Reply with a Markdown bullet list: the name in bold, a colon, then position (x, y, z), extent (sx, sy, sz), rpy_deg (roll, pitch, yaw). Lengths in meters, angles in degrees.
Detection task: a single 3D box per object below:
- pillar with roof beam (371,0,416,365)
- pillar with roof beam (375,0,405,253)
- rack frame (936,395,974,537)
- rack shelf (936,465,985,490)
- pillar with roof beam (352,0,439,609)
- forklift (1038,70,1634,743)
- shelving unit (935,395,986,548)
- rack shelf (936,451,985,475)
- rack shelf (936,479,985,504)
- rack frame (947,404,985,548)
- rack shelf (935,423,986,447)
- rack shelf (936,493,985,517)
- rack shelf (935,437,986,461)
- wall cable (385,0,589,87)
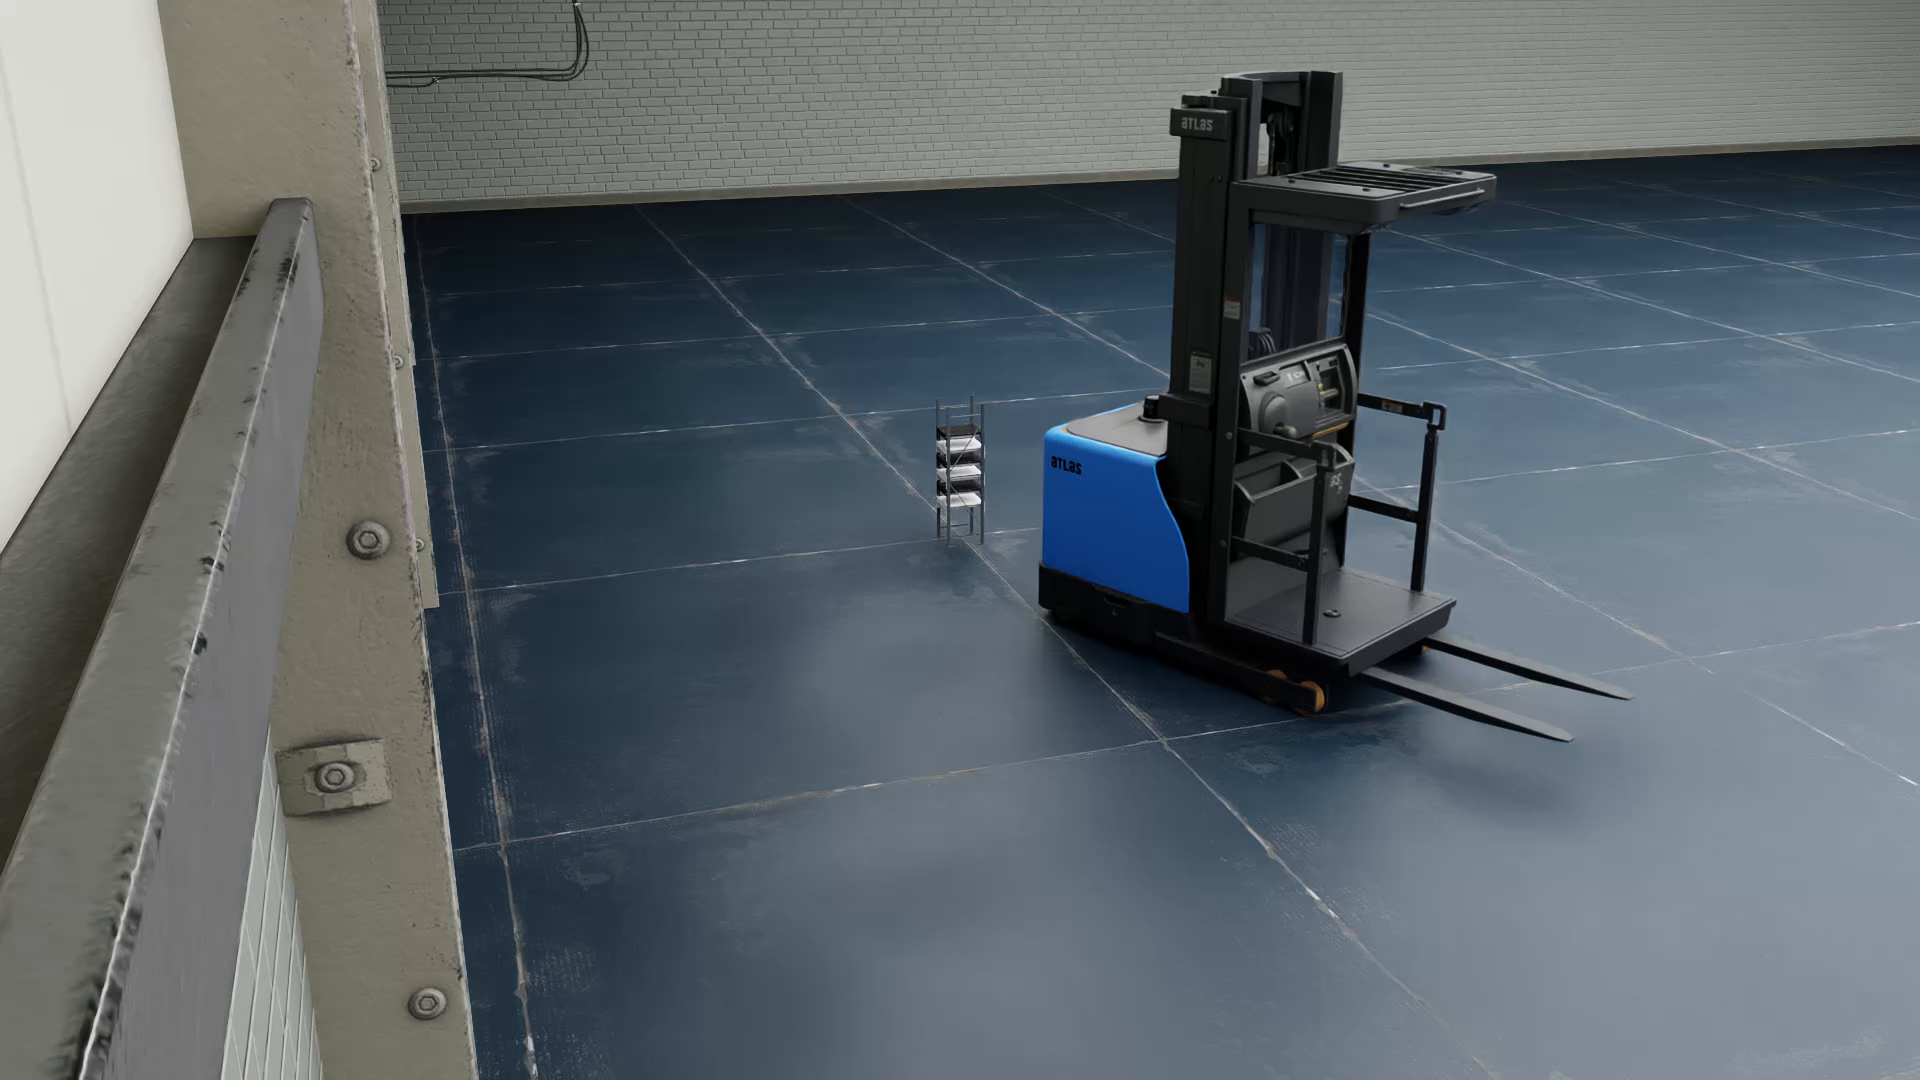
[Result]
- **pillar with roof beam**: position (-0.942, -6.288, 14.612), extent (9.100, 9.000, 0.400), rpy_deg (-6, 21, -17)
- **pillar with roof beam**: position (-2.828, -8.214, 19.972), extent (9.100, 9.000, 0.400), rpy_deg (-6, 21, -17)
- **rack frame**: position (-0.029, -0.454, 10.348), extent (0.240, 0.900, 0.006), rpy_deg (-6, 21, -17)
- **rack shelf**: position (0.003, -0.390, 10.268), extent (0.258, 0.077, 0.200), rpy_deg (-6, 21, -17)
- **pillar with roof beam**: position (0.944, -4.363, 9.251), extent (9.100, 9.000, 0.400), rpy_deg (-6, 21, -17)
- **forklift**: position (1.833, -0.726, 8.102), extent (3.031, 2.935, 1.130), rpy_deg (19, 27, 42)
- **shelving unit**: position (0.003, -0.421, 10.257), extent (0.258, 0.900, 0.210), rpy_deg (-6, 21, -17)
- **rack shelf**: position (0.003, -0.474, 10.238), extent (0.258, 0.077, 0.200), rpy_deg (-6, 21, -17)
- **rack shelf**: position (0.003, -0.305, 10.299), extent (0.258, 0.077, 0.200), rpy_deg (-6, 21, -17)
- **rack frame**: position (0.034, -0.388, 10.166), extent (0.240, 0.900, 0.006), rpy_deg (-6, 21, -17)
- **rack shelf**: position (0.003, -0.644, 10.177), extent (0.258, 0.077, 0.200), rpy_deg (-6, 21, -17)
- **rack shelf**: position (0.003, -0.220, 10.329), extent (0.258, 0.077, 0.200), rpy_deg (-6, 21, -17)
- **rack shelf**: position (0.003, -0.559, 10.208), extent (0.258, 0.077, 0.200), rpy_deg (-6, 21, -17)
- **wall cable**: position (-6.585, -7.381, 22.247), extent (3.097, 2.526, 0.112), rpy_deg (-6, 21, -17)
